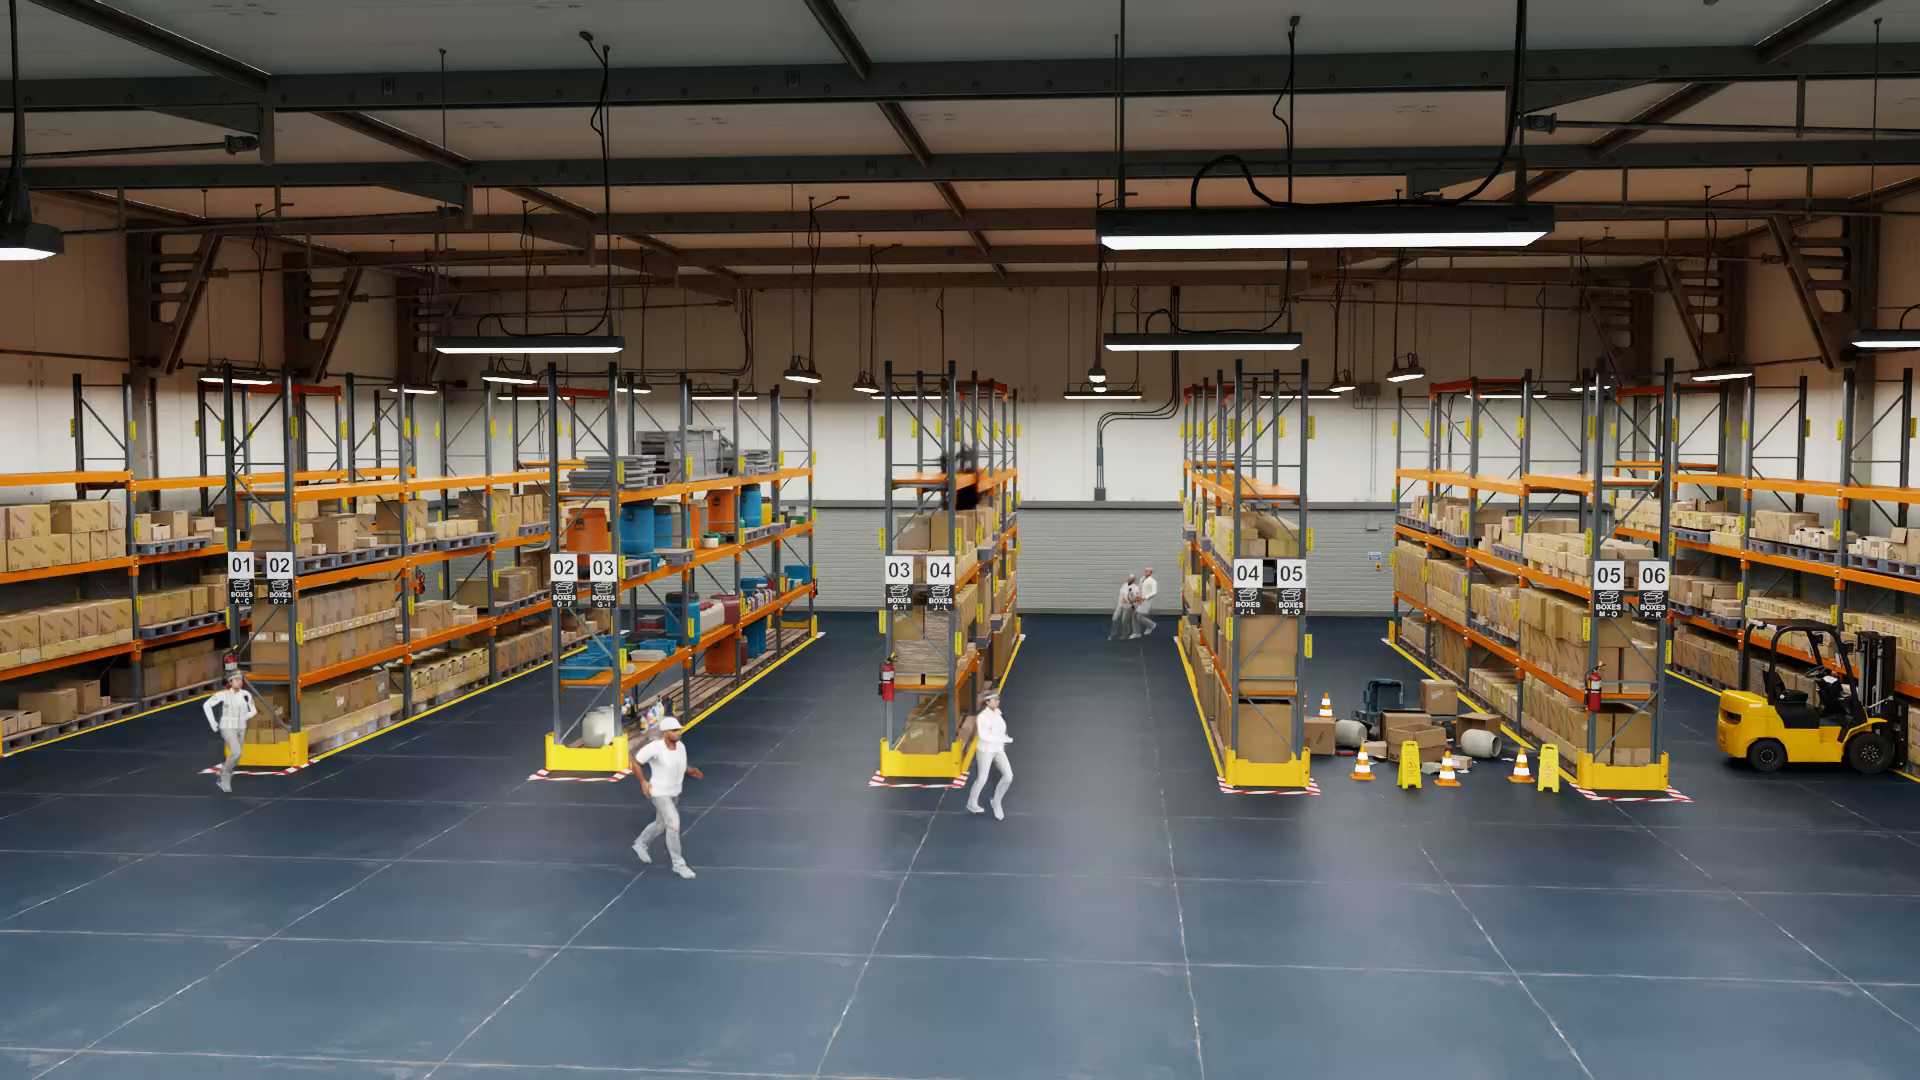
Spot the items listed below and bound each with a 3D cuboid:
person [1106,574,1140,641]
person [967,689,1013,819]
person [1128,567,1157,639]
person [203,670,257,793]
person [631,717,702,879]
[{"bbox_3d":[3.943,1.619,39.582,0.767,1.655,0.587,3,5,39],"label":"person"},{"bbox_3d":[0.410,2.753,21.443,0.782,1.711,0.573,4,5,44],"label":"person"},{"bbox_3d":[4.436,1.519,40.051,0.751,1.747,0.767,-2,4,-27],"label":"person"},{"bbox_3d":[-10.091,2.645,23.138,0.592,1.677,0.606,2,4,31],"label":"person"},{"bbox_3d":[-3.354,2.878,18.830,0.970,1.775,0.643,2,4,27],"label":"person"}]
